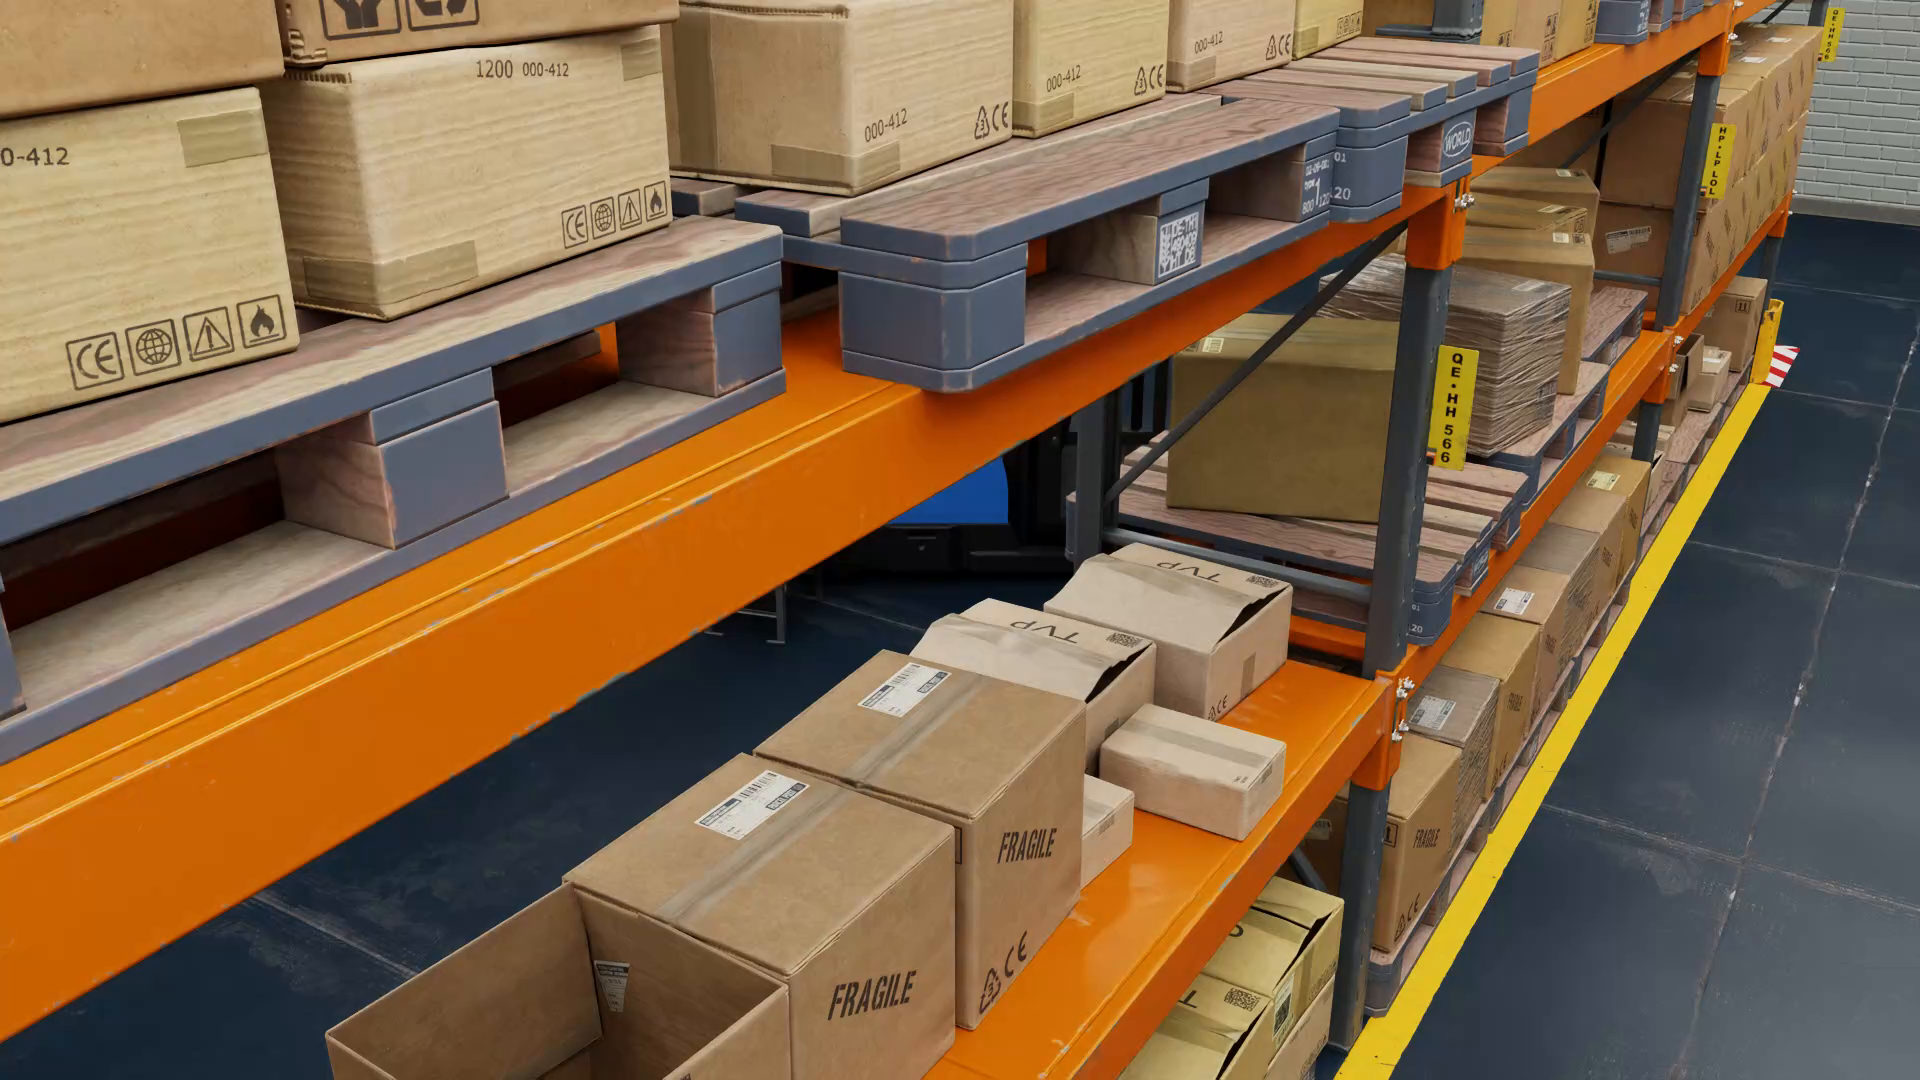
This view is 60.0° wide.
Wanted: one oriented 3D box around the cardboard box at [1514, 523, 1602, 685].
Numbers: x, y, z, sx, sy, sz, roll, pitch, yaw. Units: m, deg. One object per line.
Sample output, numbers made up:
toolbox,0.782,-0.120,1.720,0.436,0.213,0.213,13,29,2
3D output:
cardboard box,2.359,0.233,7.029,0.500,0.500,0.500,14,27,30

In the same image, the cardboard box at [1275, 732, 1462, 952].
cardboard box,1.281,0.928,5.422,0.500,0.500,0.500,15,28,31

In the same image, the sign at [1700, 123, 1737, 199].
sign,3.382,-1.689,7.419,0.100,0.325,0.005,14,27,29

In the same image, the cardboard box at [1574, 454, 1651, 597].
cardboard box,2.892,-0.101,7.801,0.500,0.500,0.500,14,27,29

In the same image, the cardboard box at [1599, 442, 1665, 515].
cardboard box,3.314,-0.337,8.584,0.500,0.311,0.500,14,27,29

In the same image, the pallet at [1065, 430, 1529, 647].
pallet,1.096,-0.078,5.397,1.213,0.211,1.003,14,27,29

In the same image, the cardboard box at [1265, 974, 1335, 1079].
cardboard box,0.728,1.375,4.731,0.500,0.250,0.500,15,27,30

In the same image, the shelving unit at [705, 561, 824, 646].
shelving unit,-0.925,-0.597,7.486,0.431,2.100,0.503,7,24,15

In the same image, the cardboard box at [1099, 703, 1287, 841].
cardboard box,0.559,0.554,4.011,0.380,0.149,0.250,14,27,29

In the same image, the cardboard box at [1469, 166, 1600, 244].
cardboard box,2.469,-1.399,7.551,0.700,0.500,0.500,5,24,11

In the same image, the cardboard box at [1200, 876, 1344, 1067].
cardboard box,0.731,1.117,4.620,0.500,0.311,0.500,15,27,30

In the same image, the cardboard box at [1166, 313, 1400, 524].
cardboard box,1.035,-0.398,5.239,0.700,0.500,0.500,5,24,11

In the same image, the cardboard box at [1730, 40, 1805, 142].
cardboard box,4.482,-2.573,9.534,0.500,0.500,0.500,15,27,30

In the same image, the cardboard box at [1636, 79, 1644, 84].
cardboard box,3.223,-2.176,8.617,0.500,0.500,0.500,13,27,28

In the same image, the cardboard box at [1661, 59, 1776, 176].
cardboard box,3.939,-2.225,8.731,0.500,0.500,0.500,13,27,27

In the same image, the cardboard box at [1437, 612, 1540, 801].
cardboard box,1.822,0.582,6.222,0.500,0.500,0.500,13,27,28

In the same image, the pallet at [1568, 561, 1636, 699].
pallet,2.512,0.289,7.817,1.003,0.211,1.213,14,27,29

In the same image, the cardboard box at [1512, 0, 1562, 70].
cardboard box,1.269,-1.672,4.935,0.910,0.500,0.500,14,27,29

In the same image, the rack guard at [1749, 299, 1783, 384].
rack guard,4.978,-1.450,11.471,1.175,0.500,0.348,14,27,29

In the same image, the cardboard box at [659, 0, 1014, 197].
cardboard box,-0.251,-0.706,2.489,0.500,0.250,0.500,11,26,25

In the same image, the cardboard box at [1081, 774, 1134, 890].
cardboard box,0.174,0.635,3.825,0.380,0.149,0.250,16,28,33

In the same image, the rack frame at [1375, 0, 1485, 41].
rack frame,0.799,-2.676,3.605,1.000,3.000,0.127,14,27,29

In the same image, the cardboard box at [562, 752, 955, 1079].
cardboard box,-0.350,0.779,3.050,0.500,0.500,0.500,14,27,29

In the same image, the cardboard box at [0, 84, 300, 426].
cardboard box,-0.978,-0.279,1.504,0.500,0.250,0.500,17,29,34

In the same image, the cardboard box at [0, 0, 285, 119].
cardboard box,-0.953,-0.617,1.341,0.500,0.500,0.500,14,27,30

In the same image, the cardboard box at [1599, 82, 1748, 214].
cardboard box,3.396,-1.878,7.928,0.500,0.500,0.500,15,27,30

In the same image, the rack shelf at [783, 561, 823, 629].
rack shelf,-0.924,0.058,7.770,0.431,0.518,0.480,7,24,15

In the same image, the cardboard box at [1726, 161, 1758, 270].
cardboard box,3.942,-1.776,8.950,0.500,0.500,0.500,14,27,29

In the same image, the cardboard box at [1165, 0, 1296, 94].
cardboard box,0.346,-1.078,3.348,0.500,0.250,0.500,15,27,30

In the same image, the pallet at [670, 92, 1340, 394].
pallet,-0.071,-0.587,2.792,1.003,0.211,1.213,15,28,31

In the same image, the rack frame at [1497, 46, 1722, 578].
rack frame,2.909,-1.273,7.915,1.000,3.000,0.127,14,27,29

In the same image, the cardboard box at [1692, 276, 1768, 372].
cardboard box,4.941,-1.443,10.900,0.500,0.500,0.500,14,27,29

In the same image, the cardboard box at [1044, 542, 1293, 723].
cardboard box,0.570,0.232,4.552,0.500,0.311,0.500,16,28,32

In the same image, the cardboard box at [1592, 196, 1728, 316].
cardboard box,3.409,-1.434,8.161,0.500,0.500,0.500,15,27,30

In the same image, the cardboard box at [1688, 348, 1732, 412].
cardboard box,4.414,-1.014,10.223,0.500,0.250,0.500,14,27,29

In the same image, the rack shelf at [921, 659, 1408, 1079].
rack shelf,-0.256,1.082,3.380,1.077,0.370,4.000,14,27,29

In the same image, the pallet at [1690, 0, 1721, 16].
pallet,2.505,-2.358,6.882,1.213,0.211,1.003,14,27,29

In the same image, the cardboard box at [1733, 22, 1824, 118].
cardboard box,5.017,-2.920,10.335,0.500,0.500,0.500,14,27,29

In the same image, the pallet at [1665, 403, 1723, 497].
pallet,3.914,-0.638,9.959,1.003,0.211,1.213,14,27,29

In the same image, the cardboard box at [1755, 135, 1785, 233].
cardboard box,4.475,-2.118,9.740,0.500,0.500,0.500,14,27,29

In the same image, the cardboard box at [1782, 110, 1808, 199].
cardboard box,5.013,-2.461,10.533,0.500,0.500,0.500,15,27,31

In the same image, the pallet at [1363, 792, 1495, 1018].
pallet,1.225,1.113,5.914,1.003,0.211,1.213,14,27,29

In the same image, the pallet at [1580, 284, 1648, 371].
pallet,2.394,-0.938,7.383,1.003,0.211,1.213,14,27,29

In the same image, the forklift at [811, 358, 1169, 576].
forklift,0.690,-1.343,8.163,3.031,2.935,1.130,0,23,0

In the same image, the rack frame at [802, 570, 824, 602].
rack frame,-0.855,-0.690,7.701,0.400,2.100,0.015,7,24,15

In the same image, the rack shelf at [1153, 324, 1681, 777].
rack shelf,1.854,-0.268,6.499,1.077,0.370,4.000,14,27,29

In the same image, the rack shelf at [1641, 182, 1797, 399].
rack shelf,3.964,-1.618,9.617,1.077,0.370,4.000,14,27,29

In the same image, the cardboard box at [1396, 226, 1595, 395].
cardboard box,2.029,-0.902,6.404,0.700,0.500,0.500,7,24,16
